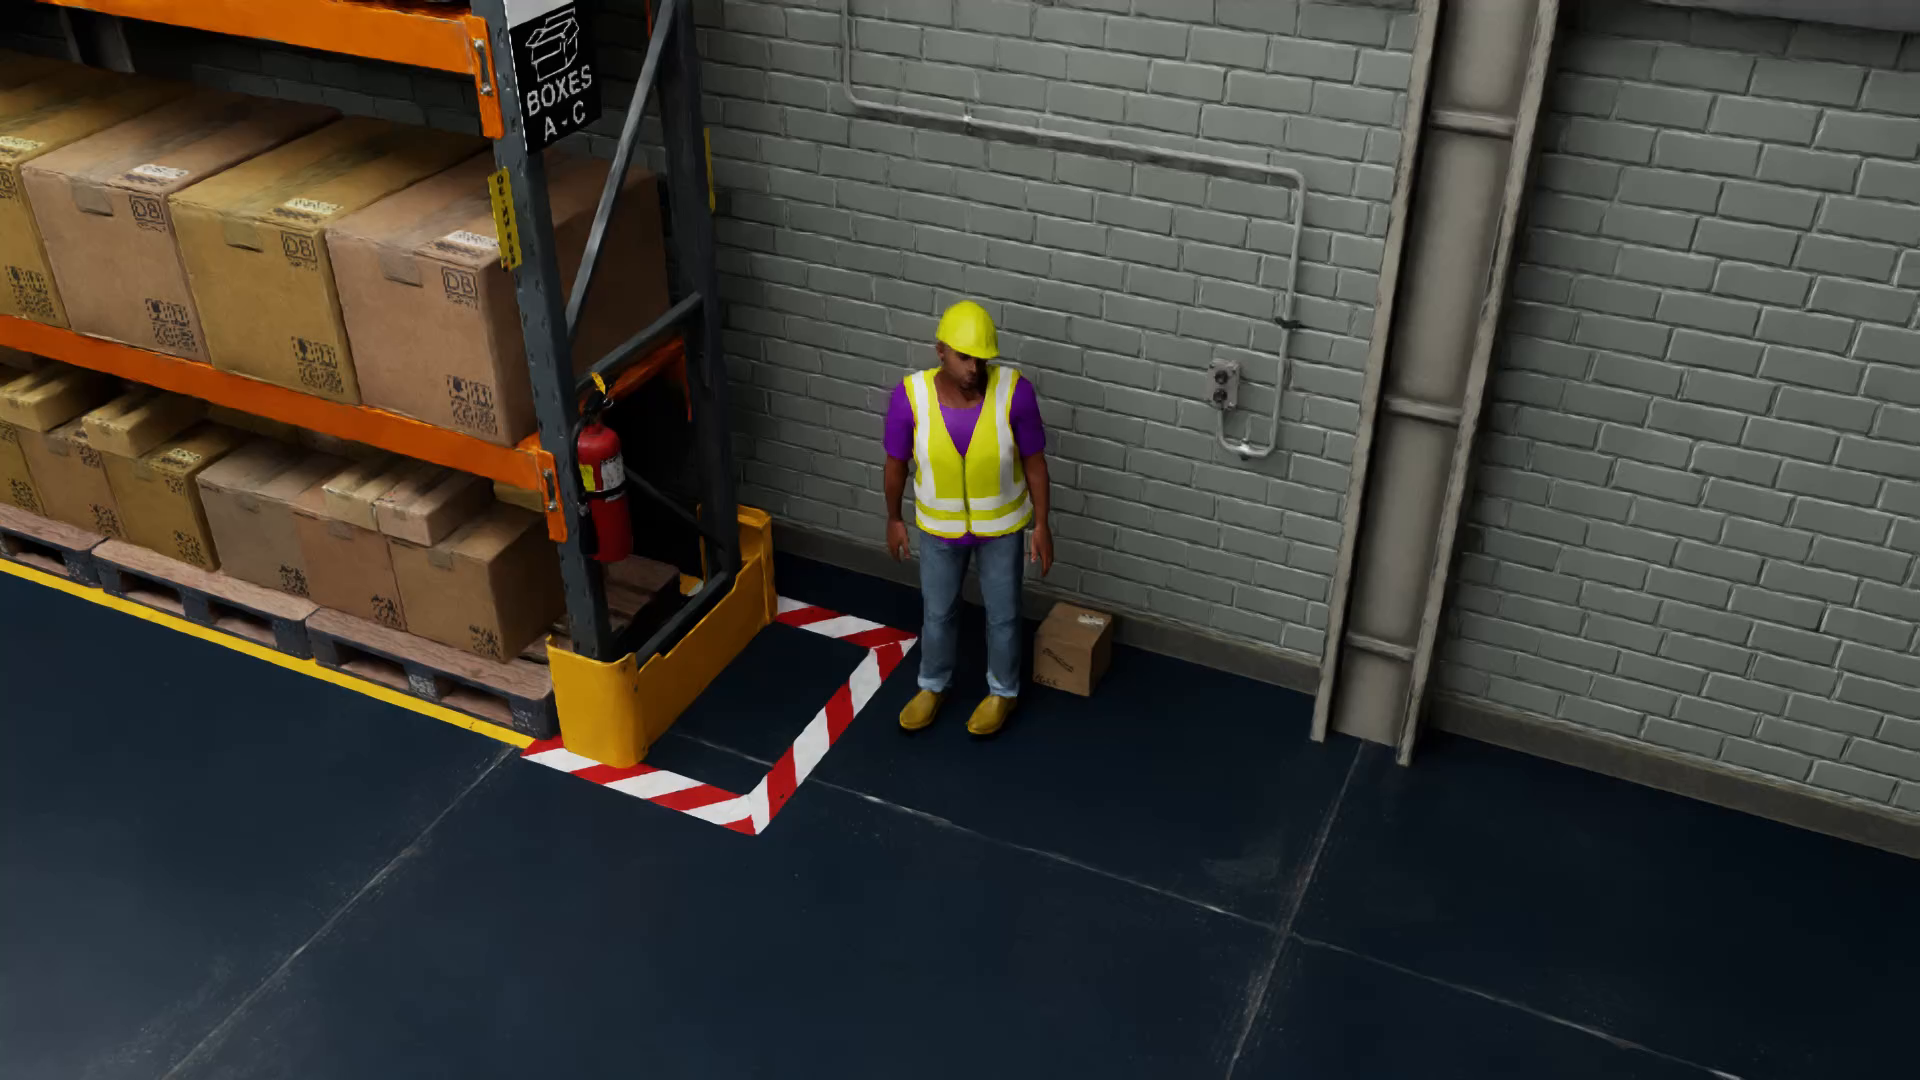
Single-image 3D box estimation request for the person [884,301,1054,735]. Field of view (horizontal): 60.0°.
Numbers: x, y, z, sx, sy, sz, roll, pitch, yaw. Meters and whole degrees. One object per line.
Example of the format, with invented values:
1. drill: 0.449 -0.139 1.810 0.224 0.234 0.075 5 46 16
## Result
1. person: 0.032 -0.054 6.157 0.638 1.771 0.373 3 34 4
